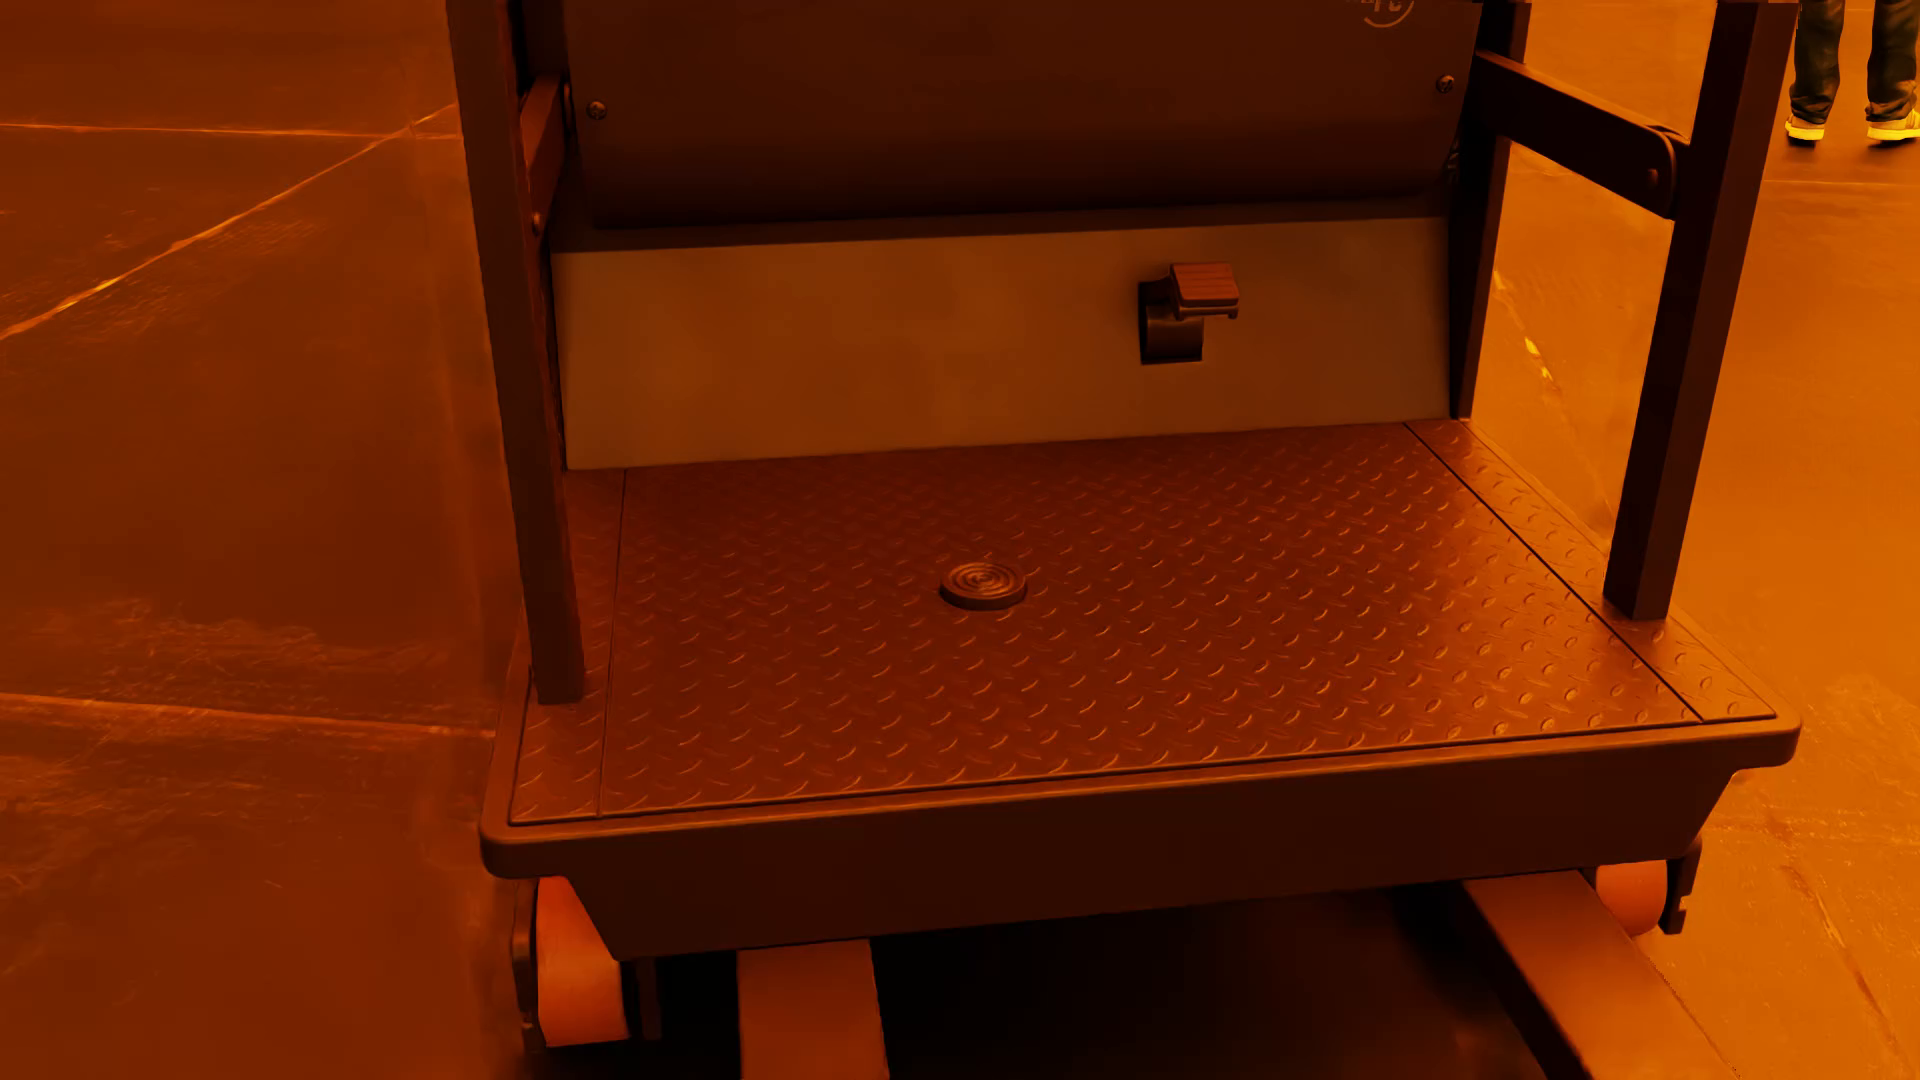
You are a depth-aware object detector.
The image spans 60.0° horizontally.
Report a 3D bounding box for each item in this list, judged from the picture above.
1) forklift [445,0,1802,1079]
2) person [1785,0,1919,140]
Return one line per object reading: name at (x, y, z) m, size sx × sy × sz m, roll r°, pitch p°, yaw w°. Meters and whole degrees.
forklift at (0.105, -1.010, 1.242) m, size 1.130 × 2.935 × 3.031 m, roll -4°, pitch 27°, yaw -8°
person at (2.483, -1.879, 4.478) m, size 0.519 × 1.584 × 0.473 m, roll 17°, pitch 31°, yaw 30°
